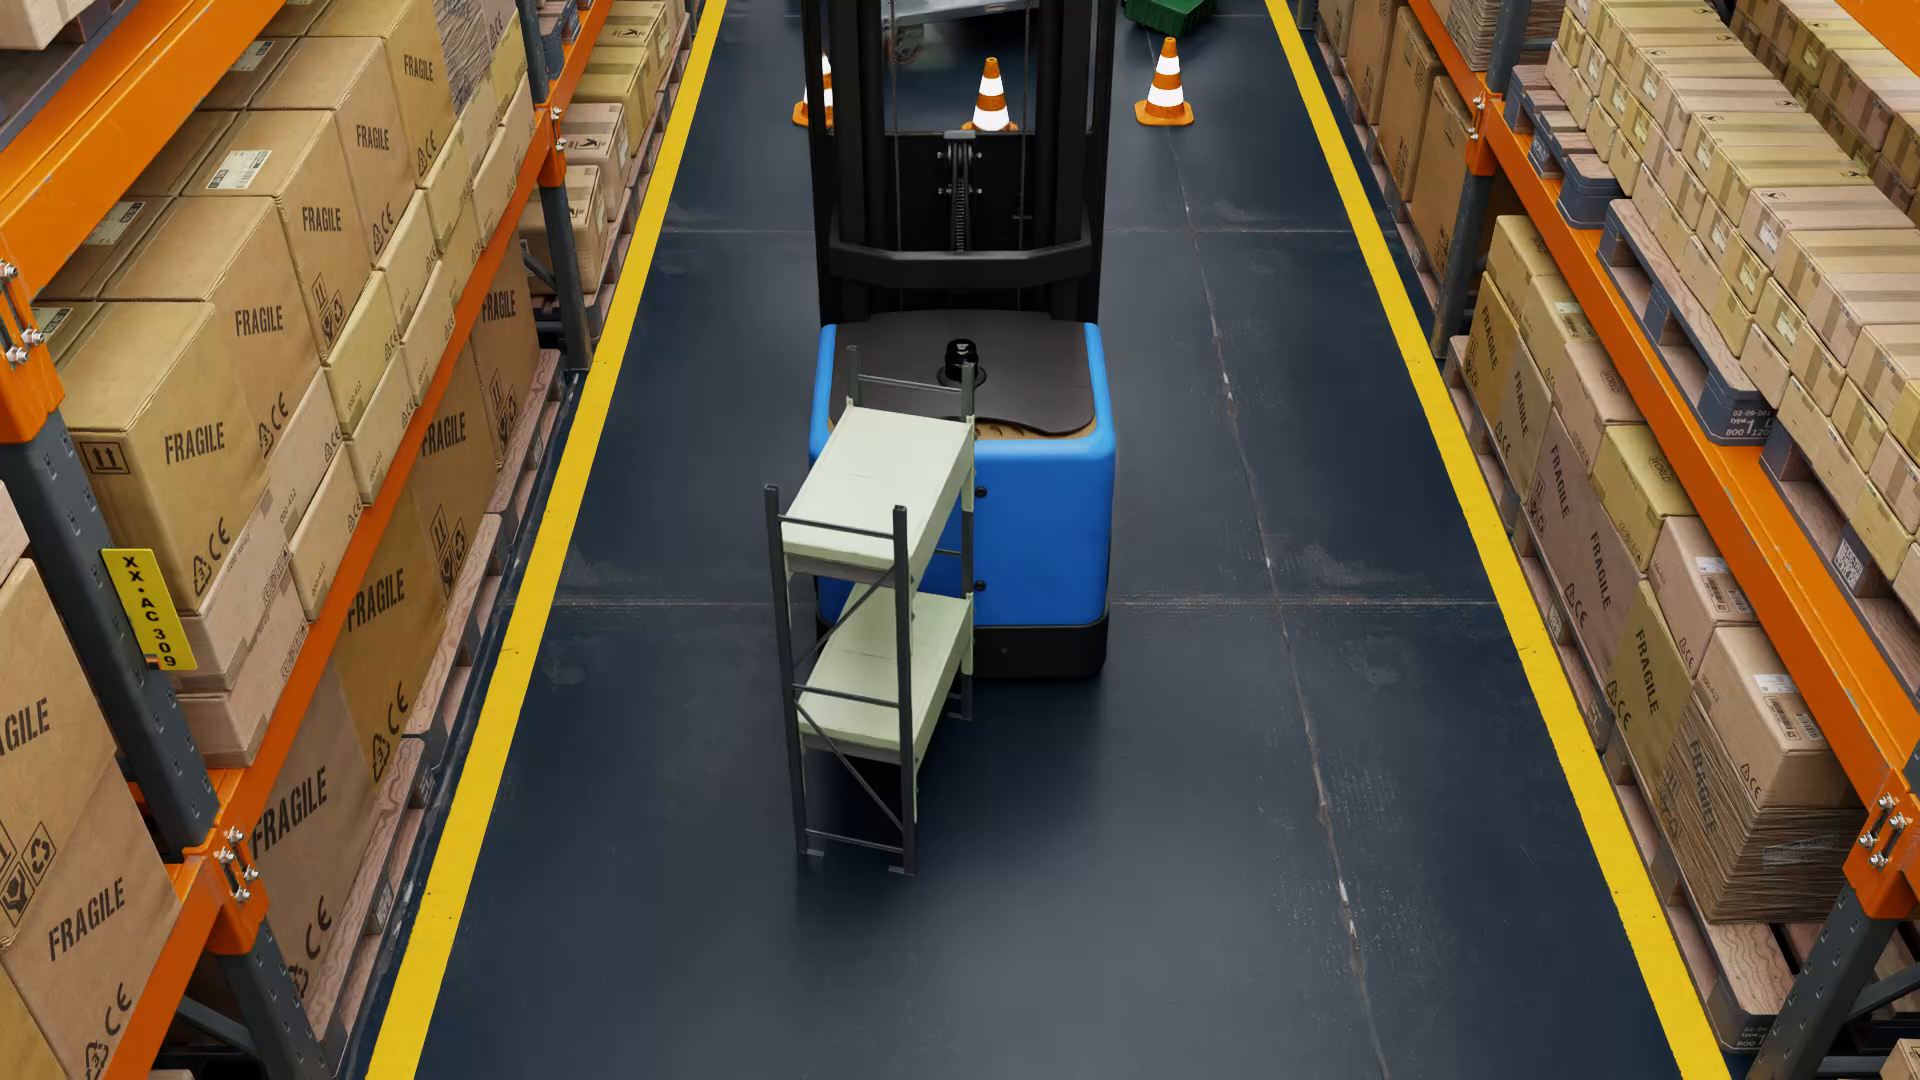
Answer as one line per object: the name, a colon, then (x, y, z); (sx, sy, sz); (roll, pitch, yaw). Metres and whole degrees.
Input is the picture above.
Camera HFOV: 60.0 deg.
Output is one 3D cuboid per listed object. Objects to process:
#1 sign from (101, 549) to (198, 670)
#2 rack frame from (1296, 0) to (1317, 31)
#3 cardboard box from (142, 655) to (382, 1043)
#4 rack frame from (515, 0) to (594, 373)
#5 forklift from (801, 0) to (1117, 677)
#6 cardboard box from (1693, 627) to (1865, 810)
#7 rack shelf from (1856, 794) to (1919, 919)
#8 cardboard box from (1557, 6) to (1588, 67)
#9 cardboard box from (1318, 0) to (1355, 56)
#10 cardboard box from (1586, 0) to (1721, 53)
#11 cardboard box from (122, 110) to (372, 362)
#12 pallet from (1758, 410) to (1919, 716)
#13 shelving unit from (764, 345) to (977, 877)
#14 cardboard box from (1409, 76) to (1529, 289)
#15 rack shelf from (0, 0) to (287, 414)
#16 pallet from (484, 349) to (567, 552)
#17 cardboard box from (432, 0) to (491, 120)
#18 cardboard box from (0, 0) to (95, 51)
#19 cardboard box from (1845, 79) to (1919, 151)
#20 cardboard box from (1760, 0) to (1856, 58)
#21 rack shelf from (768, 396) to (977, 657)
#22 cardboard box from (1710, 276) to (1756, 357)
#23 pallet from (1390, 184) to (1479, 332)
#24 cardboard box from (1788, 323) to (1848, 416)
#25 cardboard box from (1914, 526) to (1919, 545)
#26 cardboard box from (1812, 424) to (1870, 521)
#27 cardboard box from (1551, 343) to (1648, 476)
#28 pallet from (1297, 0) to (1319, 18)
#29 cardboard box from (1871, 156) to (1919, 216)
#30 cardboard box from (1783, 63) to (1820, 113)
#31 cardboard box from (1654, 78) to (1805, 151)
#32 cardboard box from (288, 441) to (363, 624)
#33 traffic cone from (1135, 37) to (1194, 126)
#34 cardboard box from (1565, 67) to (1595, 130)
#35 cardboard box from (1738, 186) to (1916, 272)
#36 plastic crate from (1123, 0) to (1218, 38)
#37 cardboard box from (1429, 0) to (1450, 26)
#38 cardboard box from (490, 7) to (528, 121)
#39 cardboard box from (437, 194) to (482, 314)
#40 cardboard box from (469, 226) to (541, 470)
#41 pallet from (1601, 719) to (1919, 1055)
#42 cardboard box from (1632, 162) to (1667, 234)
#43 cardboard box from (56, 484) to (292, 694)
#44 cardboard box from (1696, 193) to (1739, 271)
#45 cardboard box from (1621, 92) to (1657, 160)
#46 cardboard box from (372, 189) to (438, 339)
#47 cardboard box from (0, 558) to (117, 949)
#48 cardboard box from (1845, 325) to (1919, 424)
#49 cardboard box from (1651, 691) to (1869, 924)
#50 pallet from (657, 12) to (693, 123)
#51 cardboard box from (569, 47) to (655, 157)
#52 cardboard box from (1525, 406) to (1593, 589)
sign: (-1.661, 0.146, 3.413); (0.100, 0.325, 0.005); (0, 39, 0)
rack frame: (2.725, -4.553, 10.033); (1.000, 3.000, 0.127); (0, 39, 0)
cardboard box: (-2.297, 0.794, 4.724); (0.875, 0.875, 0.875); (1, 39, 1)
rack frame: (-2.221, -1.985, 6.828); (1.000, 3.000, 0.127); (0, 39, 0)
forklift: (-0.007, -1.538, 6.325); (1.130, 2.935, 3.031); (0, 39, 0)
cardboard box: (2.480, 0.503, 4.787); (0.500, 0.250, 0.500); (-1, 39, -1)
rack shelf: (2.736, 1.981, 2.455); (1.077, 0.370, 4.000); (0, 39, 0)
cardboard box: (2.529, -1.931, 6.389); (0.380, 0.149, 0.250); (2, 39, 2)
cardboard box: (2.815, -3.451, 10.121); (1.050, 0.750, 0.750); (0, 39, 0)
cardboard box: (2.539, -1.893, 6.102); (0.380, 0.149, 0.250); (-1, 39, -1)
cardboard box: (-1.955, -0.820, 4.495); (0.500, 0.500, 0.500); (-1, 39, -1)
pallet: (2.878, 0.046, 4.447); (1.003, 0.211, 1.213); (0, 39, 0)
shelving unit: (-0.245, 0.248, 5.241); (0.431, 1.500, 0.755); (9, 40, 11)
cardboard box: (2.819, -1.719, 7.959); (1.050, 0.750, 0.750); (-1, 39, -1)
rack shelf: (-2.218, -1.624, 4.555); (1.077, 0.370, 4.000); (0, 39, 0)
pallet: (-2.295, -0.404, 7.085); (1.003, 0.211, 1.213); (0, 39, 0)
cardboard box: (-1.950, -1.770, 5.681); (0.500, 0.500, 0.500); (1, 39, 1)
cardboard box: (-1.867, -1.079, 3.071); (0.396, 0.266, 0.258); (0, 39, 0)
cardboard box: (3.185, -1.405, 5.494); (0.380, 0.149, 0.250); (0, 39, 0)
cardboard box: (3.186, -1.887, 6.095); (0.380, 0.149, 0.250); (0, 39, -1)
rack shelf: (-0.245, -0.057, 4.997); (0.431, 0.370, 0.720); (9, 40, 11)
cardboard box: (2.531, -0.679, 5.064); (0.380, 0.149, 0.250); (2, 39, 2)
pallet: (2.804, -1.457, 8.399); (1.003, 0.211, 1.213); (0, 39, 0)
cardboard box: (2.532, -0.472, 4.568); (0.380, 0.149, 0.250); (-1, 39, -2)
cardboard box: (2.536, 0.019, 3.955); (0.380, 0.149, 0.250); (1, 39, 1)
cardboard box: (2.536, -0.183, 4.445); (0.380, 0.149, 0.250); (0, 39, 0)
cardboard box: (2.476, -0.475, 6.007); (0.500, 0.250, 0.500); (0, 39, 0)
pallet: (2.802, -3.941, 11.499); (1.003, 0.211, 1.213); (0, 39, 0)
cardboard box: (3.189, -1.119, 5.374); (0.380, 0.149, 0.250); (1, 39, 1)
cardboard box: (3.190, -1.594, 5.967); (0.380, 0.149, 0.250); (1, 39, 1)
cardboard box: (2.537, -1.404, 5.493); (0.380, 0.149, 0.250); (2, 39, 2)
cardboard box: (-1.955, -0.024, 4.501); (0.500, 0.250, 0.500); (-1, 39, -1)
traffic cone: (1.216, -2.724, 9.779); (0.336, 0.463, 0.334); (0, 39, 0)
cardboard box: (2.528, -1.670, 6.300); (0.380, 0.149, 0.250); (2, 39, 2)
cardboard box: (2.537, -0.914, 4.882); (0.380, 0.149, 0.250); (-2, 39, -2)
plastic crate: (1.414, -3.586, 11.029); (0.450, 0.188, 0.662); (27, 45, 16)
cardboard box: (2.461, -2.684, 7.621); (0.500, 0.500, 0.500); (0, 39, 0)
cardboard box: (-1.966, -1.819, 6.341); (0.500, 0.250, 0.500); (0, 39, 0)
cardboard box: (-1.960, -0.976, 5.689); (0.500, 0.250, 0.500); (0, 39, -1)
cardboard box: (-2.303, -0.888, 6.823); (0.875, 0.875, 0.875); (0, 39, 0)
pallet: (2.732, 1.051, 5.270); (1.003, 0.211, 1.213); (0, 39, 0)
cardboard box: (2.533, -1.166, 5.671); (0.380, 0.149, 0.250); (1, 39, 1)
cardboard box: (-1.935, 0.104, 3.941); (0.500, 0.250, 0.500); (-1, 39, -1)
cardboard box: (2.536, -0.957, 5.173); (0.380, 0.149, 0.250); (1, 39, 2)
cardboard box: (2.536, -1.437, 5.772); (0.380, 0.149, 0.250); (0, 39, 0)
cardboard box: (-1.940, -0.853, 5.137); (0.500, 0.250, 0.500); (-1, 39, -1)
cardboard box: (-1.939, 0.382, 2.995); (0.500, 0.500, 0.500); (0, 39, 0)
cardboard box: (2.539, -0.429, 4.276); (0.380, 0.149, 0.250); (-1, 39, -1)
cardboard box: (2.481, 0.798, 5.018); (0.500, 0.500, 0.500); (-1, 39, -1)
pallet: (-2.223, -2.912, 10.214); (1.003, 0.211, 1.213); (0, 39, 0)
cardboard box: (-2.215, -2.413, 9.127); (0.950, 0.372, 0.625); (1, 39, 1)
cardboard box: (2.484, -0.162, 6.217); (0.500, 0.500, 0.500); (-1, 39, -1)
